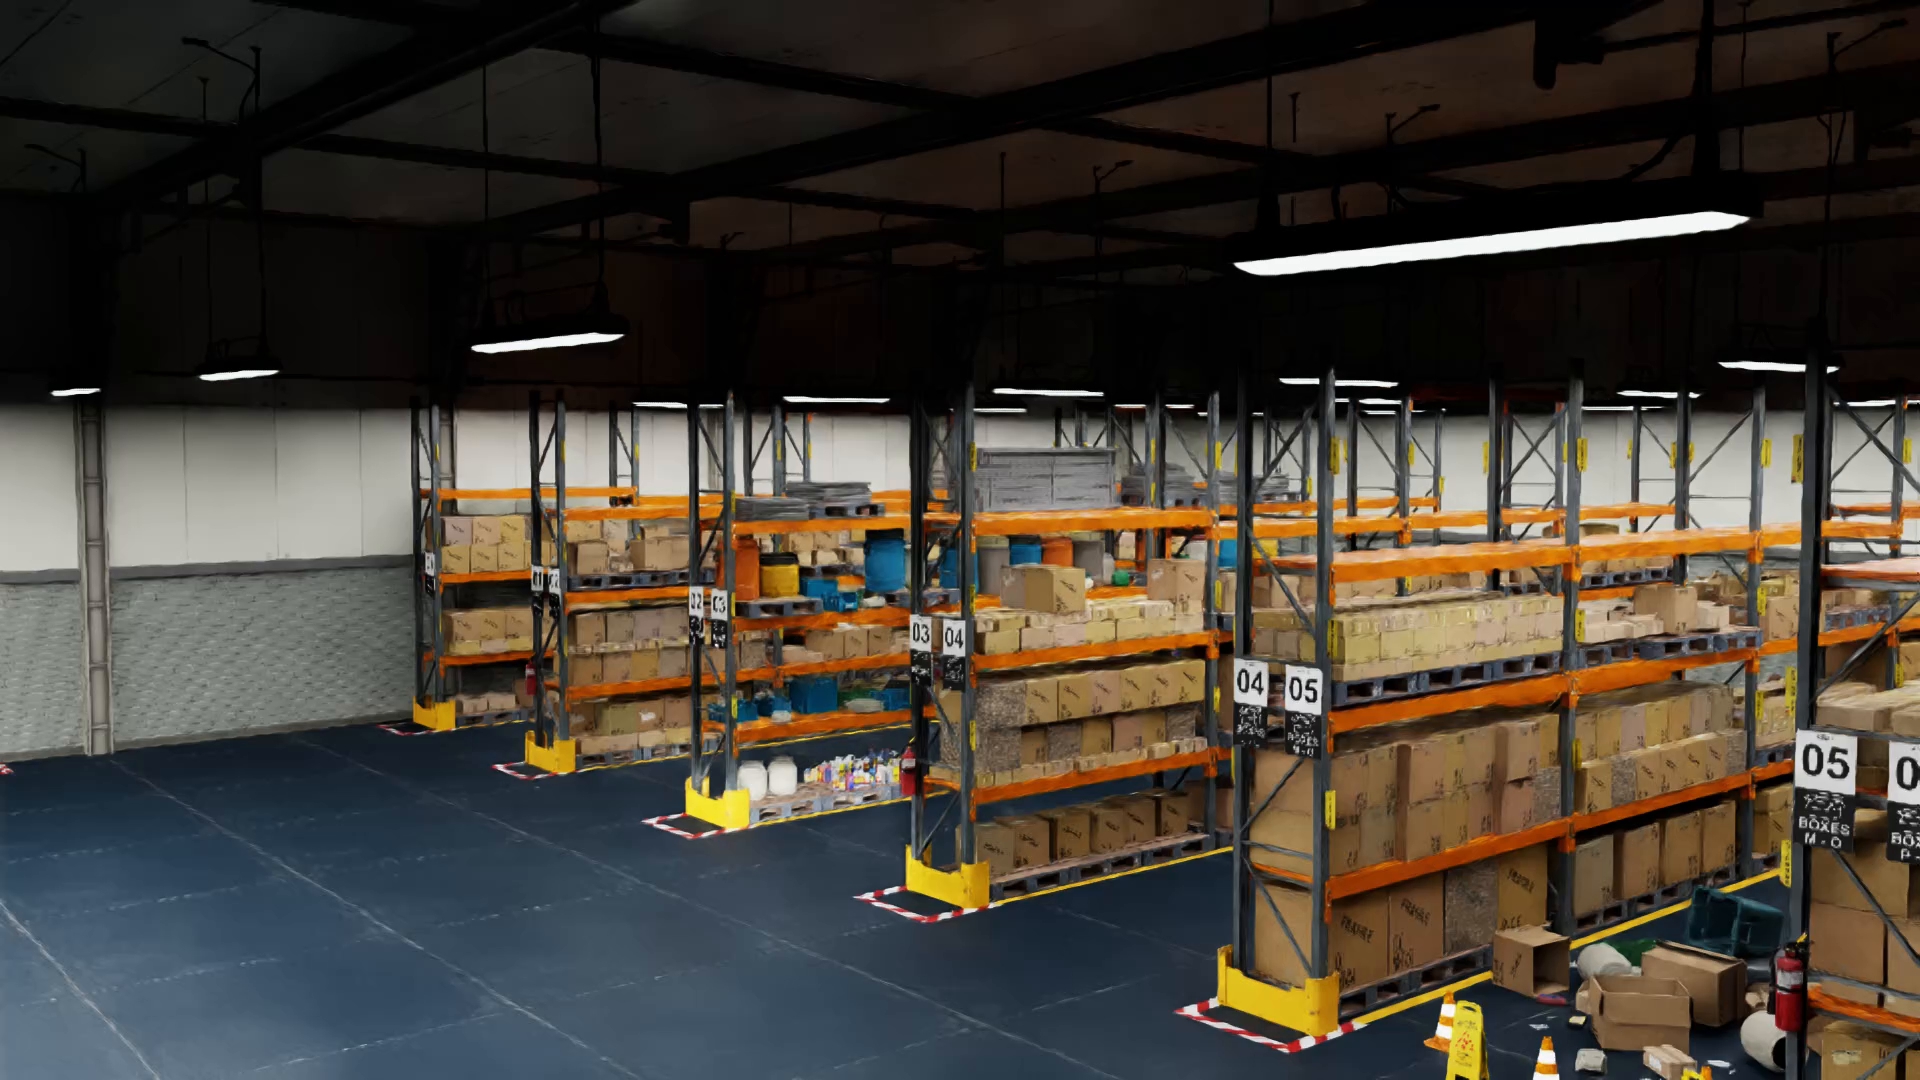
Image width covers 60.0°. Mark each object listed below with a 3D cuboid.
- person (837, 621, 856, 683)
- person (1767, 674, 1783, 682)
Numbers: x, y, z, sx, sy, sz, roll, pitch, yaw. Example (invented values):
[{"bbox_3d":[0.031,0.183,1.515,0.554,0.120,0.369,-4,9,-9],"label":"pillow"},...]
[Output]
[{"bbox_3d":[-2.284,2.245,34.192,0.463,1.782,0.598,2,4,27],"label":"person"},{"bbox_3d":[12.491,2.847,25.493,0.420,1.602,0.506,2,4,26],"label":"person"}]
